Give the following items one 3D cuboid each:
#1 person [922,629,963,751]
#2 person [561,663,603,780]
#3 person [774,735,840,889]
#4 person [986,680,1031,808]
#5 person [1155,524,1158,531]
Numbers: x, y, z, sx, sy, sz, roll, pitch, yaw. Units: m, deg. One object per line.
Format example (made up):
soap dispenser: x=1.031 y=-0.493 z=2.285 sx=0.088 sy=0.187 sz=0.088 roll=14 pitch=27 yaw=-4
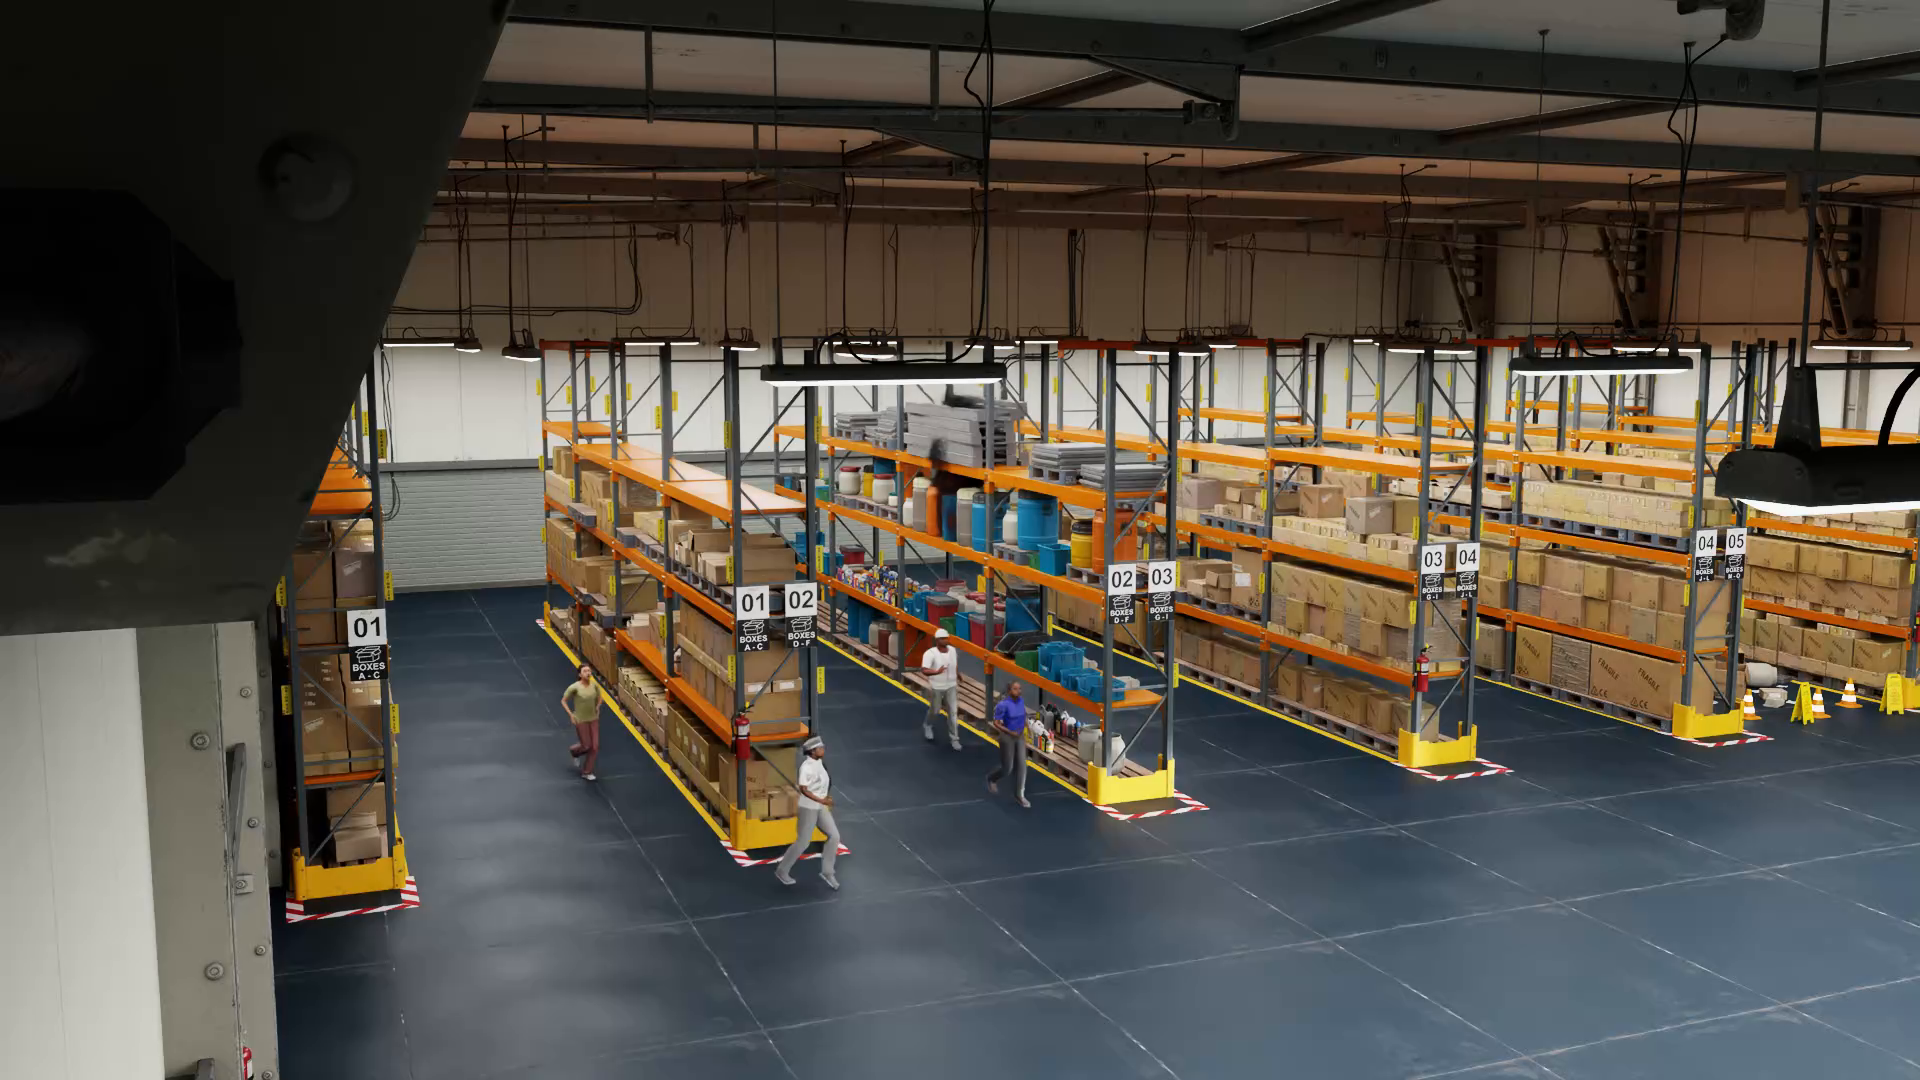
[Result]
person: x=-0.258 y=2.197 z=24.891 sx=0.697 sy=1.760 sz=0.977 roll=-3 pitch=8 yaw=-25
person: x=-5.239 y=2.515 z=23.215 sx=0.596 sy=1.624 sz=0.597 roll=-6 pitch=10 yaw=-39
person: x=-1.683 y=3.072 z=18.862 sx=0.744 sy=1.718 sz=0.669 roll=2 pitch=8 yaw=15
person: x=0.675 y=2.664 z=22.072 sx=0.601 sy=1.665 sz=0.775 roll=-6 pitch=9 yaw=-37
person: x=4.423 y=0.438 z=38.668 sx=0.697 sy=1.826 sz=0.762 roll=-2 pitch=8 yaw=-17
